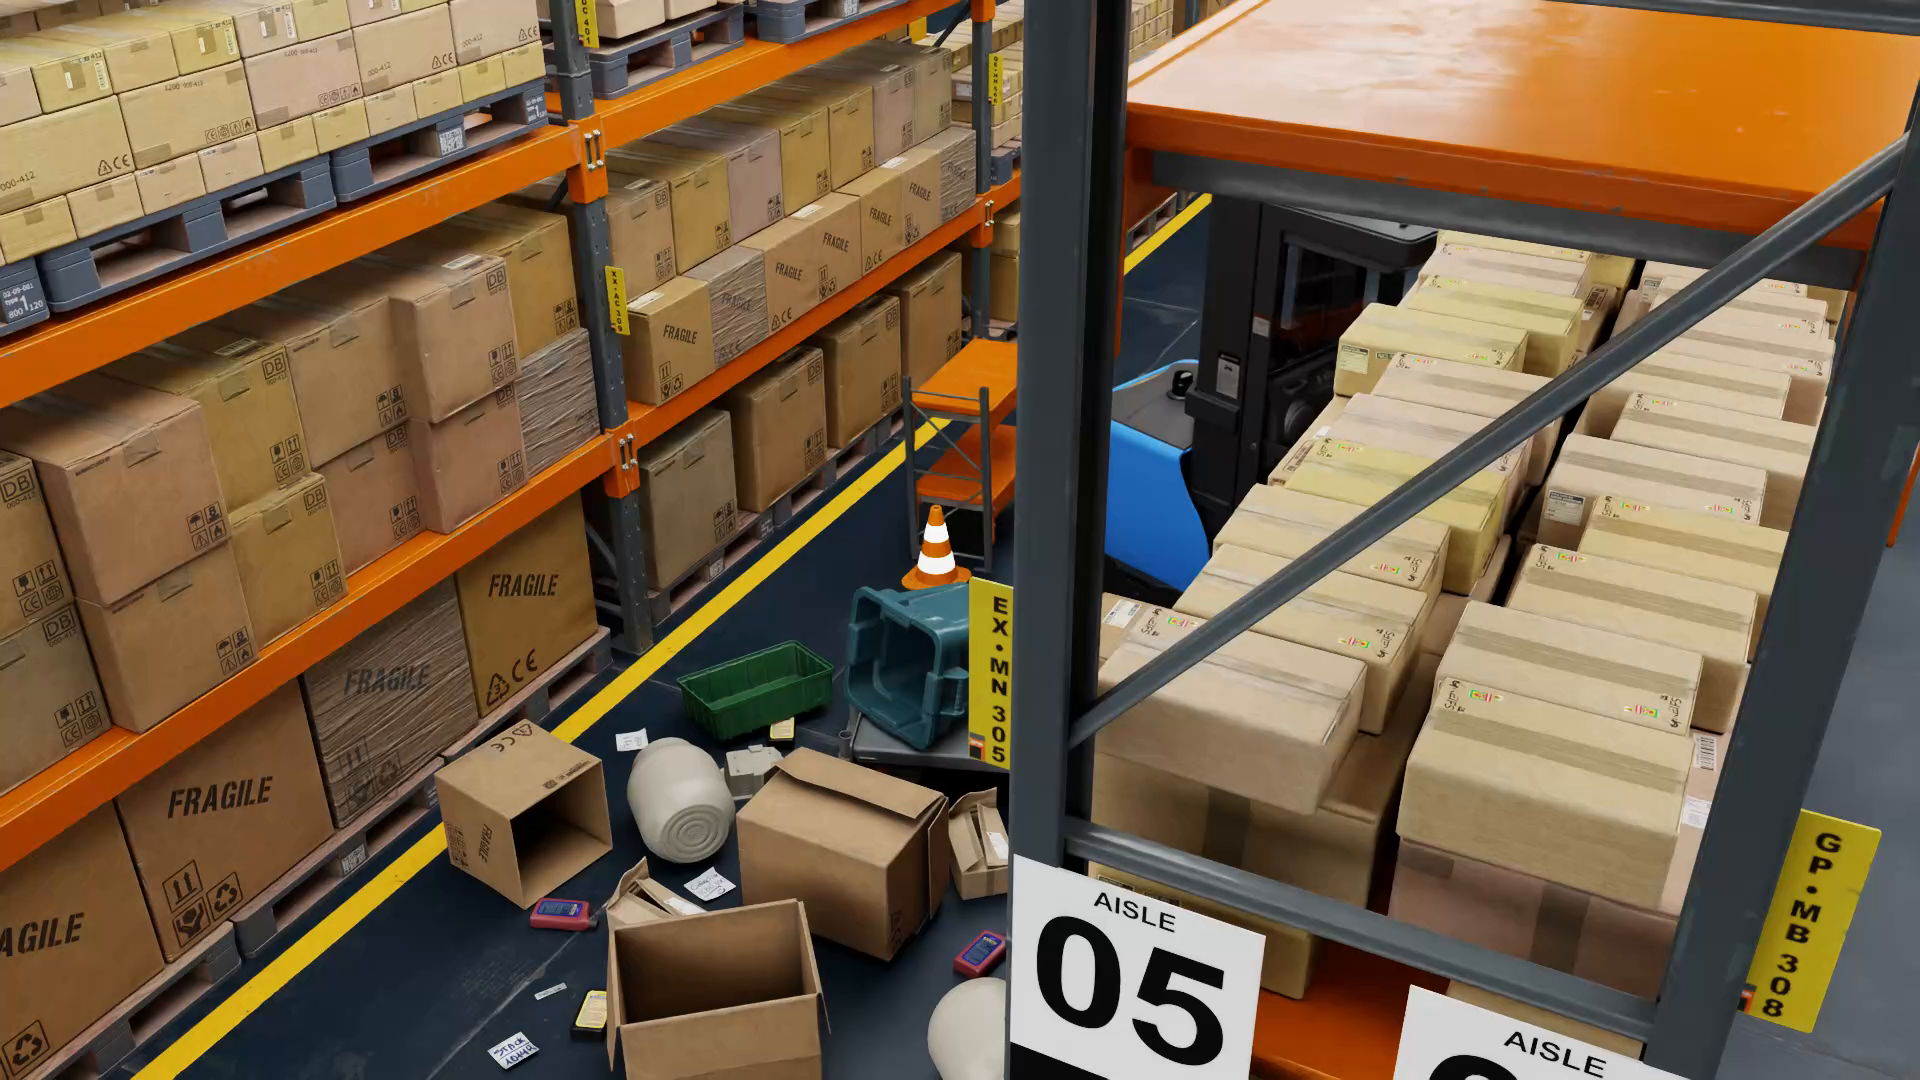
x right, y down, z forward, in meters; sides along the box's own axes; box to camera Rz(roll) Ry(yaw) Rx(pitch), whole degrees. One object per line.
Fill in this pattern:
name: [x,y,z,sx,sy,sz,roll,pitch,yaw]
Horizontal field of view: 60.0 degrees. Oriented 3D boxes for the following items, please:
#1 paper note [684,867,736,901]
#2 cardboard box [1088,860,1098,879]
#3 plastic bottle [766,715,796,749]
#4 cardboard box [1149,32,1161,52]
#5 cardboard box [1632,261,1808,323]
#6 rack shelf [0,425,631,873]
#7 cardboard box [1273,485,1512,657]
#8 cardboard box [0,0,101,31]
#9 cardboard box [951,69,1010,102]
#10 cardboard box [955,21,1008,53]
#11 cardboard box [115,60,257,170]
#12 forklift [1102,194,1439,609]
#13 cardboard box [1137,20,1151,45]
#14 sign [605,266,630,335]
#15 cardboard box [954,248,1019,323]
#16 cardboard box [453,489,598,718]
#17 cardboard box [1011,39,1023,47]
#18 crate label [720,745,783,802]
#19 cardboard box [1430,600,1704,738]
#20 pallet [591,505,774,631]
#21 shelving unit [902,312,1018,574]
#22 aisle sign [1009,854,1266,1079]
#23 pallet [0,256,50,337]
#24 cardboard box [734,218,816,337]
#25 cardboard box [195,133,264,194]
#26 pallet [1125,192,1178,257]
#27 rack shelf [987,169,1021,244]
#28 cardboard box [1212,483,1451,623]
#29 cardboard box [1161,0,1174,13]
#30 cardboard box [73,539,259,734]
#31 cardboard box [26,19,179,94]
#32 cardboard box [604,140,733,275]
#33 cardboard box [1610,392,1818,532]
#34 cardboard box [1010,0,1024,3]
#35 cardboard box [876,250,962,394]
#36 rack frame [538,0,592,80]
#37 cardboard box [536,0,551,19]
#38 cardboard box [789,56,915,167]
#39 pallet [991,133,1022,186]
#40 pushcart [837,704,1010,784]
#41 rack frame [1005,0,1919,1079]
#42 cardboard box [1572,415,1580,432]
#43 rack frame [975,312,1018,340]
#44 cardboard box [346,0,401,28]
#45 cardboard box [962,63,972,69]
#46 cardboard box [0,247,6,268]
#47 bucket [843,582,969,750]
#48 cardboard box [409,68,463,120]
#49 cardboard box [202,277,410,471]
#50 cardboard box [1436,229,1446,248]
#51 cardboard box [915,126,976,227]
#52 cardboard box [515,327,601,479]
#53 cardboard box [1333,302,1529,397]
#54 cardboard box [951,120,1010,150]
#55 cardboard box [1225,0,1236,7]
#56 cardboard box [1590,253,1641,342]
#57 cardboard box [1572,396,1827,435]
paper note: [-1.076,1.482,7.147,0.155,0.023,0.172,-25,38,-36]
cardboard box: [0.667,1.501,6.631,0.500,0.500,0.500,-12,32,-20]
plastic bottle: [-0.869,0.913,8.099,0.133,0.061,0.283,-1,30,-3]
cardboard box: [1.436,-4.110,13.725,0.380,0.149,0.250,15,33,24]
cardboard box: [1.955,-0.630,4.275,0.380,0.149,0.250,14,33,22]
rack shelf: [-2.997,0.372,6.812,1.077,0.370,4.000,14,33,23]
cardboard box: [0.780,0.153,3.312,0.500,0.250,0.500,14,33,23]
cardboard box: [-3.248,-1.831,5.843,0.380,0.149,0.250,14,33,23]
cardboard box: [0.121,-3.094,11.358,0.380,0.149,0.250,14,33,23]
cardboard box: [0.142,-3.825,12.631,0.380,0.149,0.250,16,34,26]
cardboard box: [-2.771,-1.470,5.616,0.500,0.250,0.500,14,33,23]
forklift: [1.949,-0.684,7.997,1.130,2.935,3.031,-25,38,-36]
cardboard box: [1.318,-4.127,13.457,0.380,0.149,0.250,16,33,25]
sign: [-1.592,-1.111,7.723,0.100,0.325,0.005,14,33,23]
cardboard box: [0.285,-1.953,12.228,0.500,0.500,0.500,13,32,21]
cardboard box: [-2.435,0.176,8.143,0.875,0.875,0.875,15,33,24]
cardboard box: [0.597,-3.557,12.165,0.380,0.149,0.250,16,33,26]
crate label: [-0.965,1.075,7.740,0.298,0.136,0.250,-7,31,-11]
cardboard box: [0.988,0.261,2.723,0.380,0.149,0.250,14,33,23]
pallet: [-1.802,0.024,9.497,1.003,0.211,1.213,14,33,23]
shelving unit: [0.139,-0.581,9.601,0.538,1.125,1.048,10,31,21]
aisle sign: [0.258,0.859,2.631,0.394,0.787,0.004,14,33,23]
pallet: [-3.580,-0.647,4.941,1.003,0.211,1.213,14,33,23]
cardboard box: [-1.148,-1.487,9.226,0.500,0.500,0.500,14,33,23]
cardboard box: [-2.662,-1.333,5.777,0.380,0.149,0.250,14,33,23]
pallet: [1.205,-2.818,14.445,1.003,0.211,1.213,14,33,23]
rack shelf: [0.647,-3.174,12.988,1.077,0.370,4.000,14,33,23]
cardboard box: [0.687,0.048,3.094,0.380,0.149,0.250,14,33,23]
cardboard box: [1.549,-4.482,13.775,0.380,0.149,0.250,16,33,26]
cardboard box: [-3.182,0.239,6.172,0.875,0.550,0.550,14,33,23]
cardboard box: [-2.777,-1.569,5.387,0.380,0.149,0.250,15,33,24]
cardboard box: [-1.633,-1.753,8.686,0.700,0.500,0.500,14,33,22]
cardboard box: [1.557,-0.159,3.454,0.380,0.149,0.250,15,33,25]
cardboard box: [0.613,-4.285,13.434,0.380,0.149,0.250,14,33,23]
cardboard box: [-0.622,-1.556,11.286,1.050,0.750,0.750,14,33,23]
rack frame: [-2.086,-3.428,6.683,1.000,3.000,0.127,14,33,23]
cardboard box: [-1.907,-2.637,7.946,0.500,0.250,0.500,15,33,24]
cardboard box: [-0.707,-2.655,10.257,0.700,0.500,0.500,14,33,23]
pallet: [-0.034,-2.856,11.905,1.213,0.211,1.003,14,33,23]
pushcart: [0.314,0.894,7.814,1.648,0.377,0.936,4,30,6]
rack frame: [0.544,-0.576,1.717,1.000,3.000,0.127,14,33,23]
cardboard box: [1.541,-0.401,4.677,0.380,0.149,0.250,13,32,22]
rack frame: [0.340,-0.810,10.008,0.500,1.125,0.032,10,31,21]
cardboard box: [-2.313,-2.021,6.174,0.380,0.149,0.250,15,33,24]
cardboard box: [-0.092,-3.471,12.314,0.380,0.149,0.250,14,33,23]
cardboard box: [-3.122,-0.886,4.999,0.380,0.149,0.250,15,33,24]
bucket: [-0.096,0.517,7.598,0.620,0.611,0.726,-14,31,-42]
cardboard box: [-2.199,-1.783,6.560,0.380,0.149,0.250,15,33,24]
cardboard box: [-2.800,-0.725,6.766,0.875,0.550,0.550,14,33,23]
cardboard box: [1.568,-0.873,4.697,0.380,0.149,0.250,14,33,23]
cardboard box: [-0.230,-2.382,10.786,0.500,0.500,0.500,14,33,23]
cardboard box: [-2.244,-0.725,7.850,0.875,0.550,0.550,14,33,23]
cardboard box: [1.104,-0.417,3.903,0.380,0.149,0.250,15,33,24]
cardboard box: [0.119,-2.825,11.488,0.380,0.149,0.250,14,33,23]
cardboard box: [2.227,-4.928,14.921,0.500,0.500,0.500,14,33,23]
cardboard box: [1.695,-0.749,4.882,0.500,0.250,0.500,14,33,23]
cardboard box: [1.713,-0.180,3.892,0.500,0.250,0.500,15,33,24]
